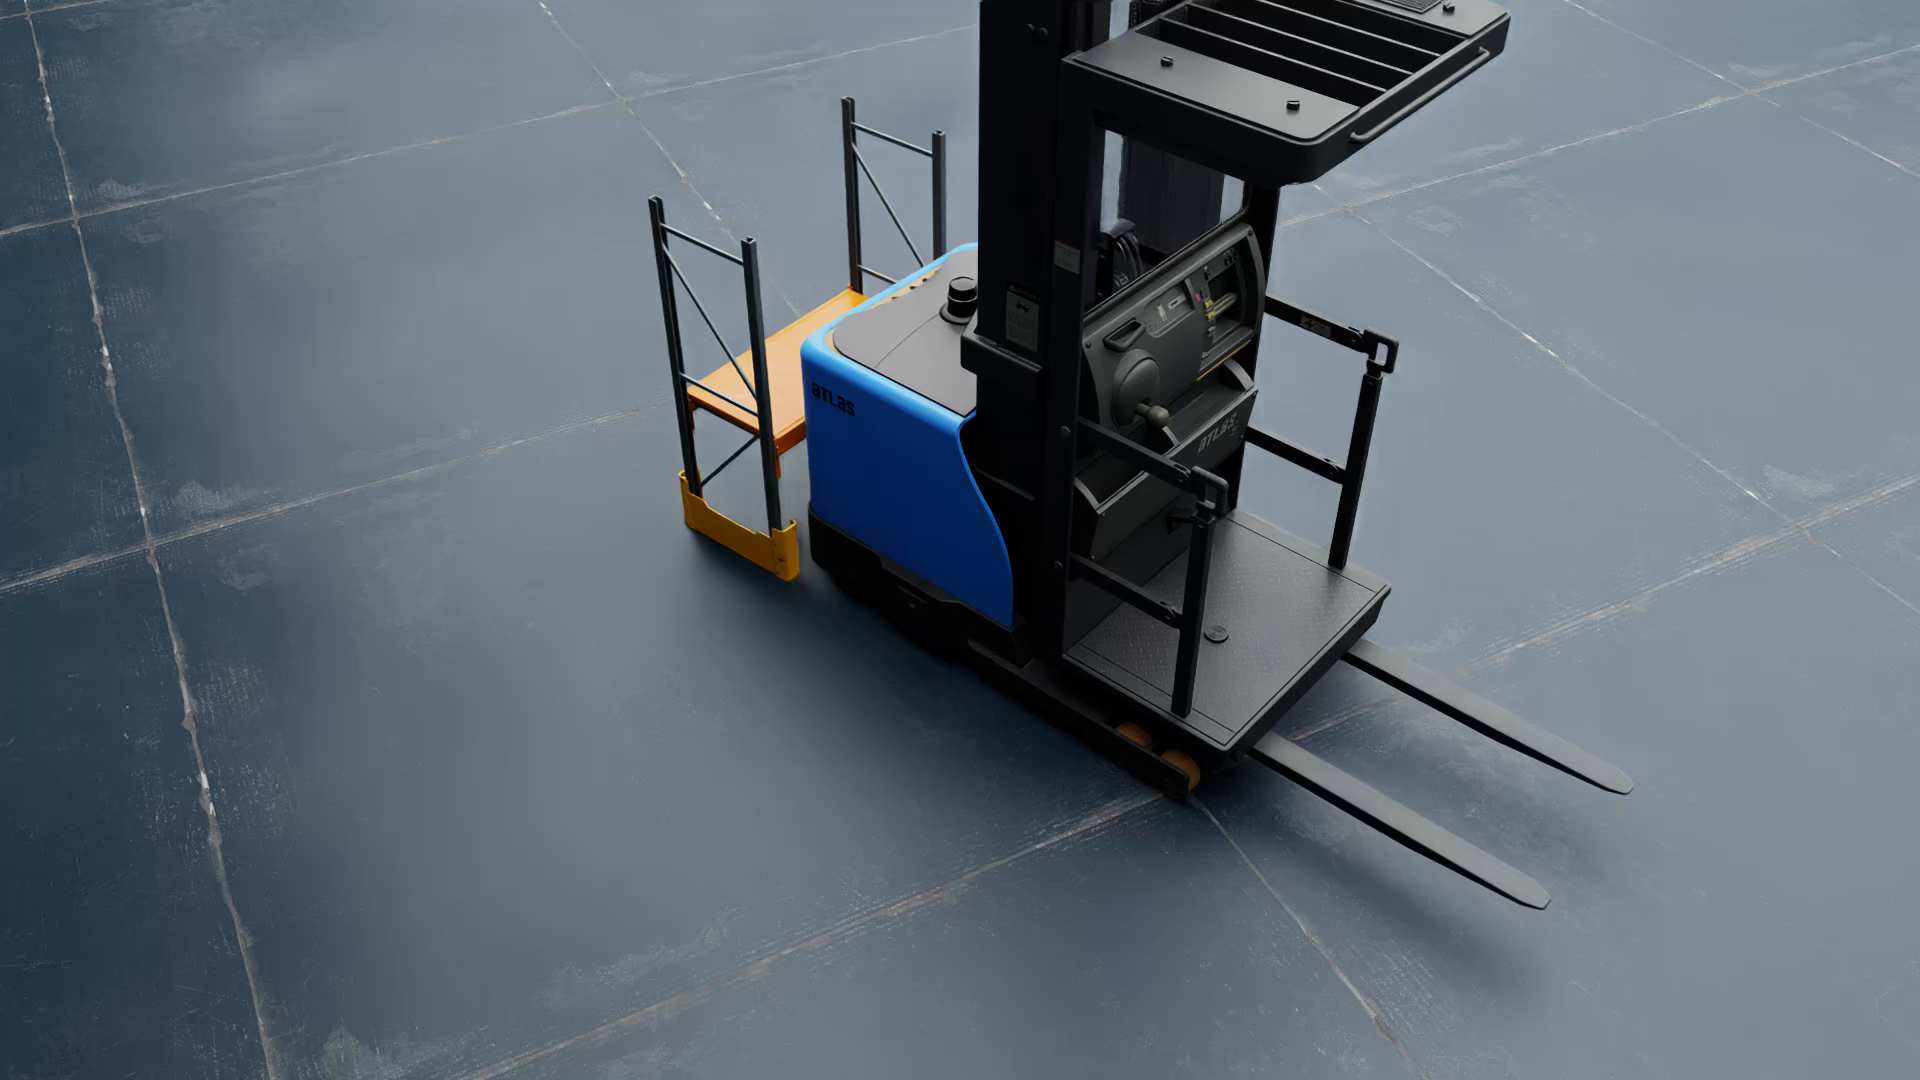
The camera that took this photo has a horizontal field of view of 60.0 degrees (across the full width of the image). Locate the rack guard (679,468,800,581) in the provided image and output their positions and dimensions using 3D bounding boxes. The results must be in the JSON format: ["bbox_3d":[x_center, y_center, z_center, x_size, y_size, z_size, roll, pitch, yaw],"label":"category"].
[{"bbox_3d":[-0.882,-0.069,6.638,0.587,0.250,0.087,27,47,29],"label":"rack guard"}]

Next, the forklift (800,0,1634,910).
[{"bbox_3d":[0.854,-0.624,5.219,3.031,2.935,1.130,29,48,30],"label":"forklift"}]

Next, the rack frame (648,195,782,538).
[{"bbox_3d":[-0.894,-0.536,6.222,0.500,1.500,0.032,27,47,29],"label":"rack frame"}]

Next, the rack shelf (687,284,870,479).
[{"bbox_3d":[-0.575,-0.655,6.641,0.538,0.185,1.000,27,47,29],"label":"rack shelf"}]

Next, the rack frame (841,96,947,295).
[{"bbox_3d":[-0.257,-1.048,6.827,0.500,1.500,0.032,27,47,29],"label":"rack frame"}]

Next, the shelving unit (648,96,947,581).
[{"bbox_3d":[-0.570,-0.797,6.530,0.587,1.500,1.083,27,47,29],"label":"shelving unit"}]
